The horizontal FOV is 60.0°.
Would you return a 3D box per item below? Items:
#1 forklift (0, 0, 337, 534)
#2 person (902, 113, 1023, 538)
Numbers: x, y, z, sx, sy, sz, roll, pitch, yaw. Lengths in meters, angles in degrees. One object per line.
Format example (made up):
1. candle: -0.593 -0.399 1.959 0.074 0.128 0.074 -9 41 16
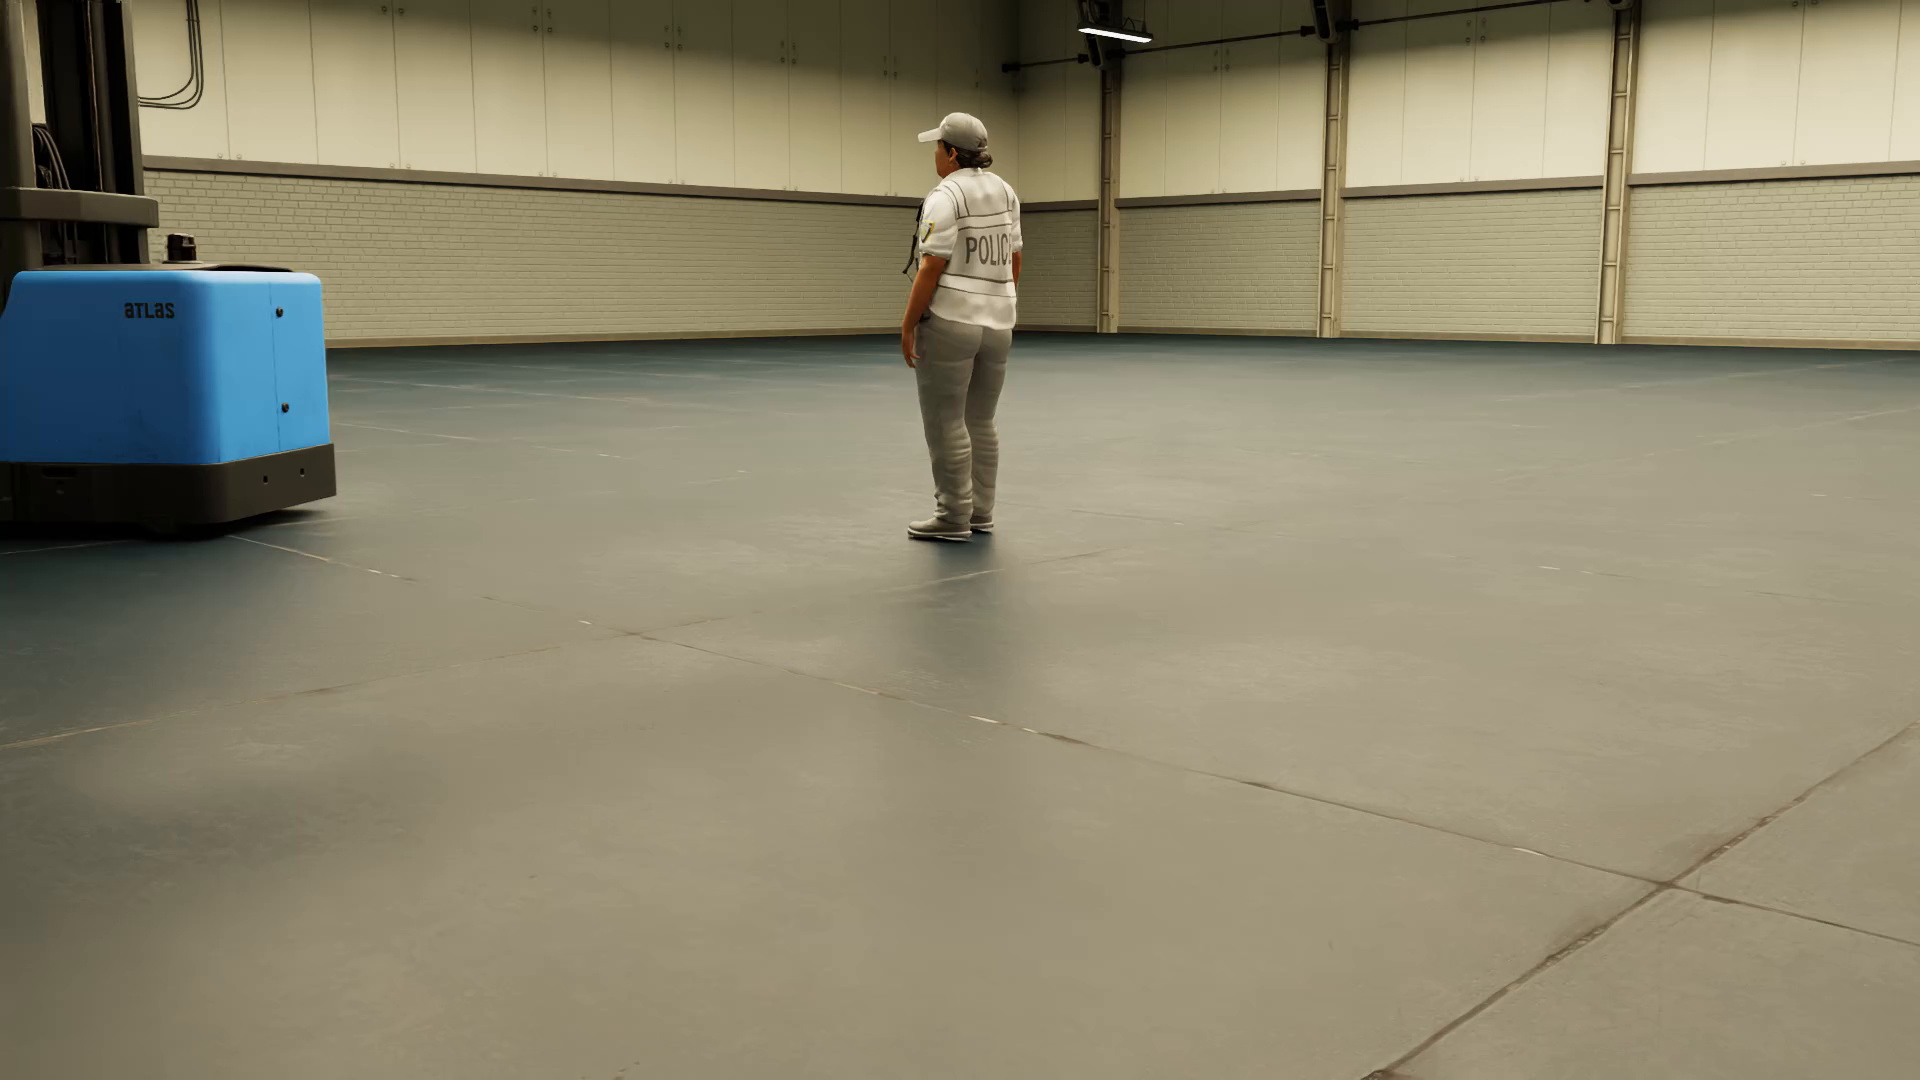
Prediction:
1. forklift: -4.400 -1.544 7.126 3.031 2.935 1.130 1 9 7
2. person: -0.039 -0.841 6.661 0.529 1.670 0.598 8 12 43
